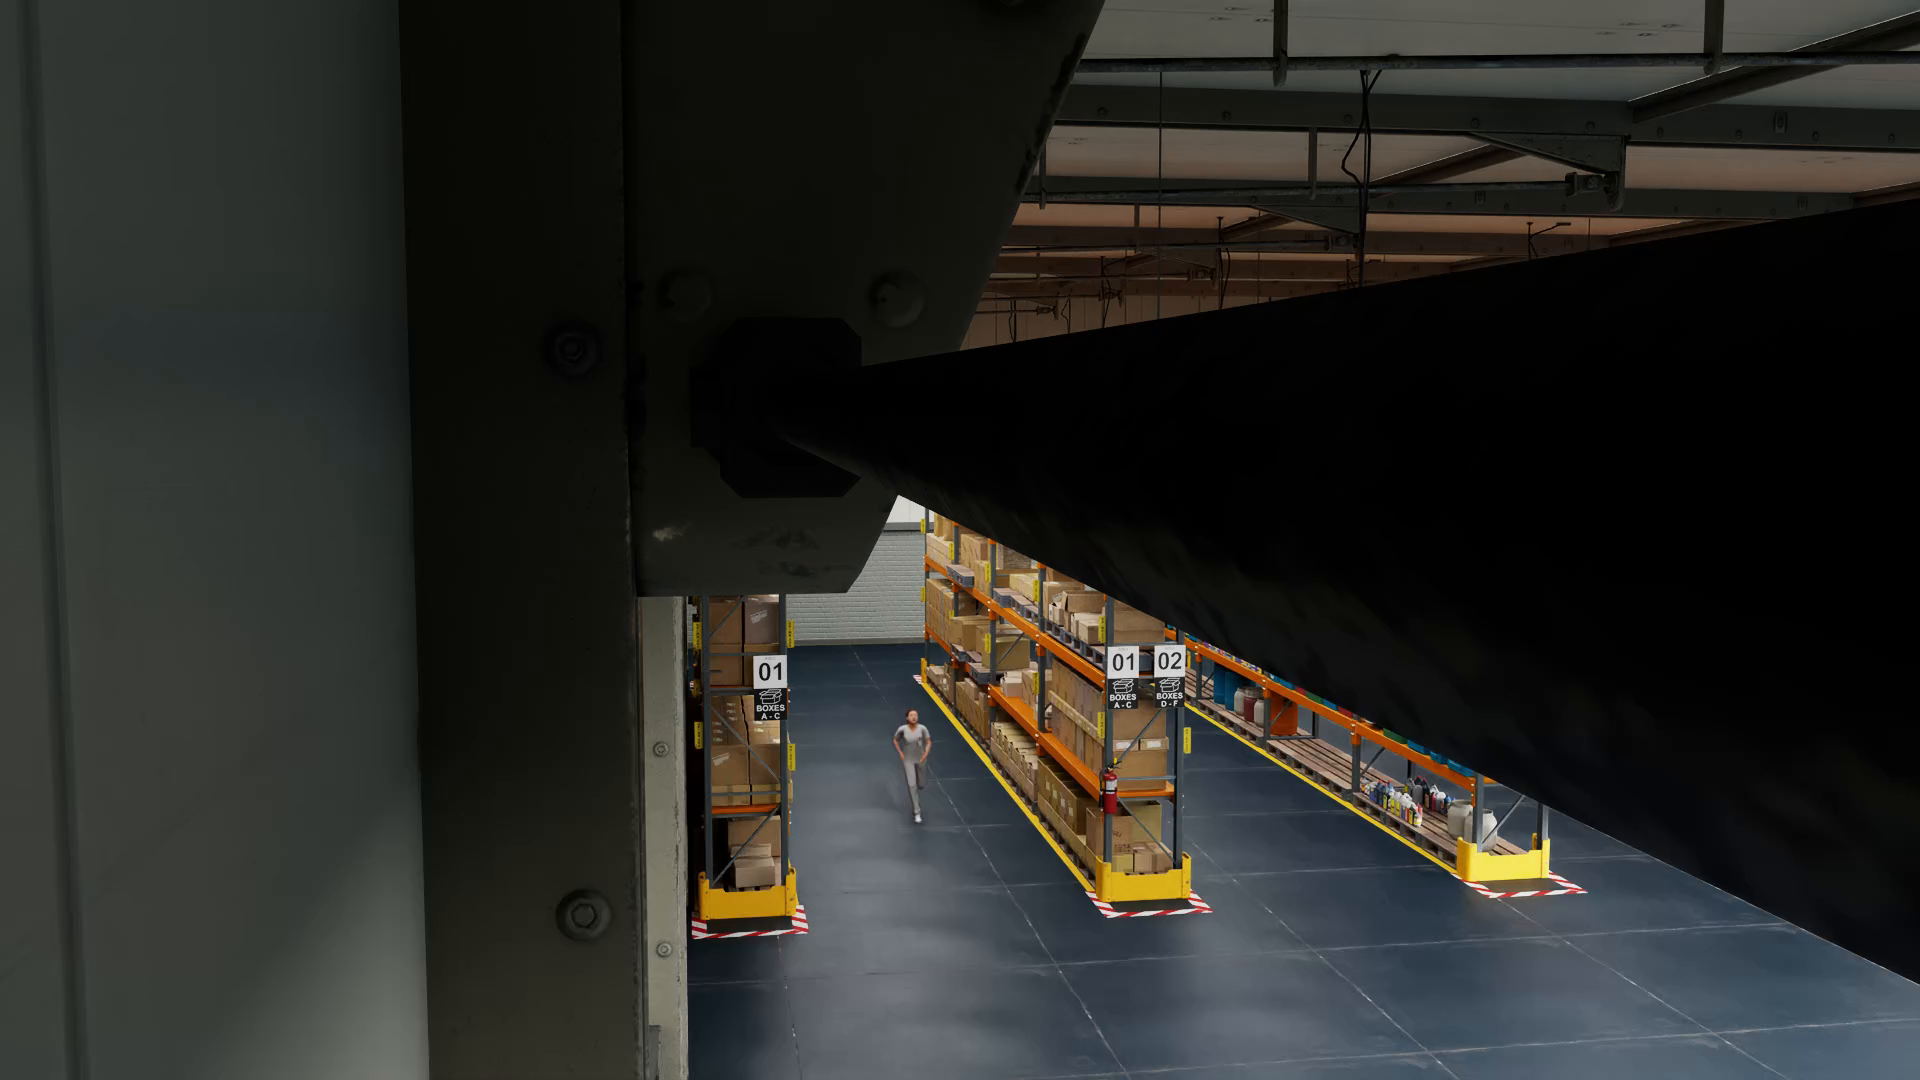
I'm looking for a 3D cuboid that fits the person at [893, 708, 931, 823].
[{"bbox_3d":[-0.706,3.338,24.985,0.547,1.655,0.978,-1,5,-16],"label":"person"}]
